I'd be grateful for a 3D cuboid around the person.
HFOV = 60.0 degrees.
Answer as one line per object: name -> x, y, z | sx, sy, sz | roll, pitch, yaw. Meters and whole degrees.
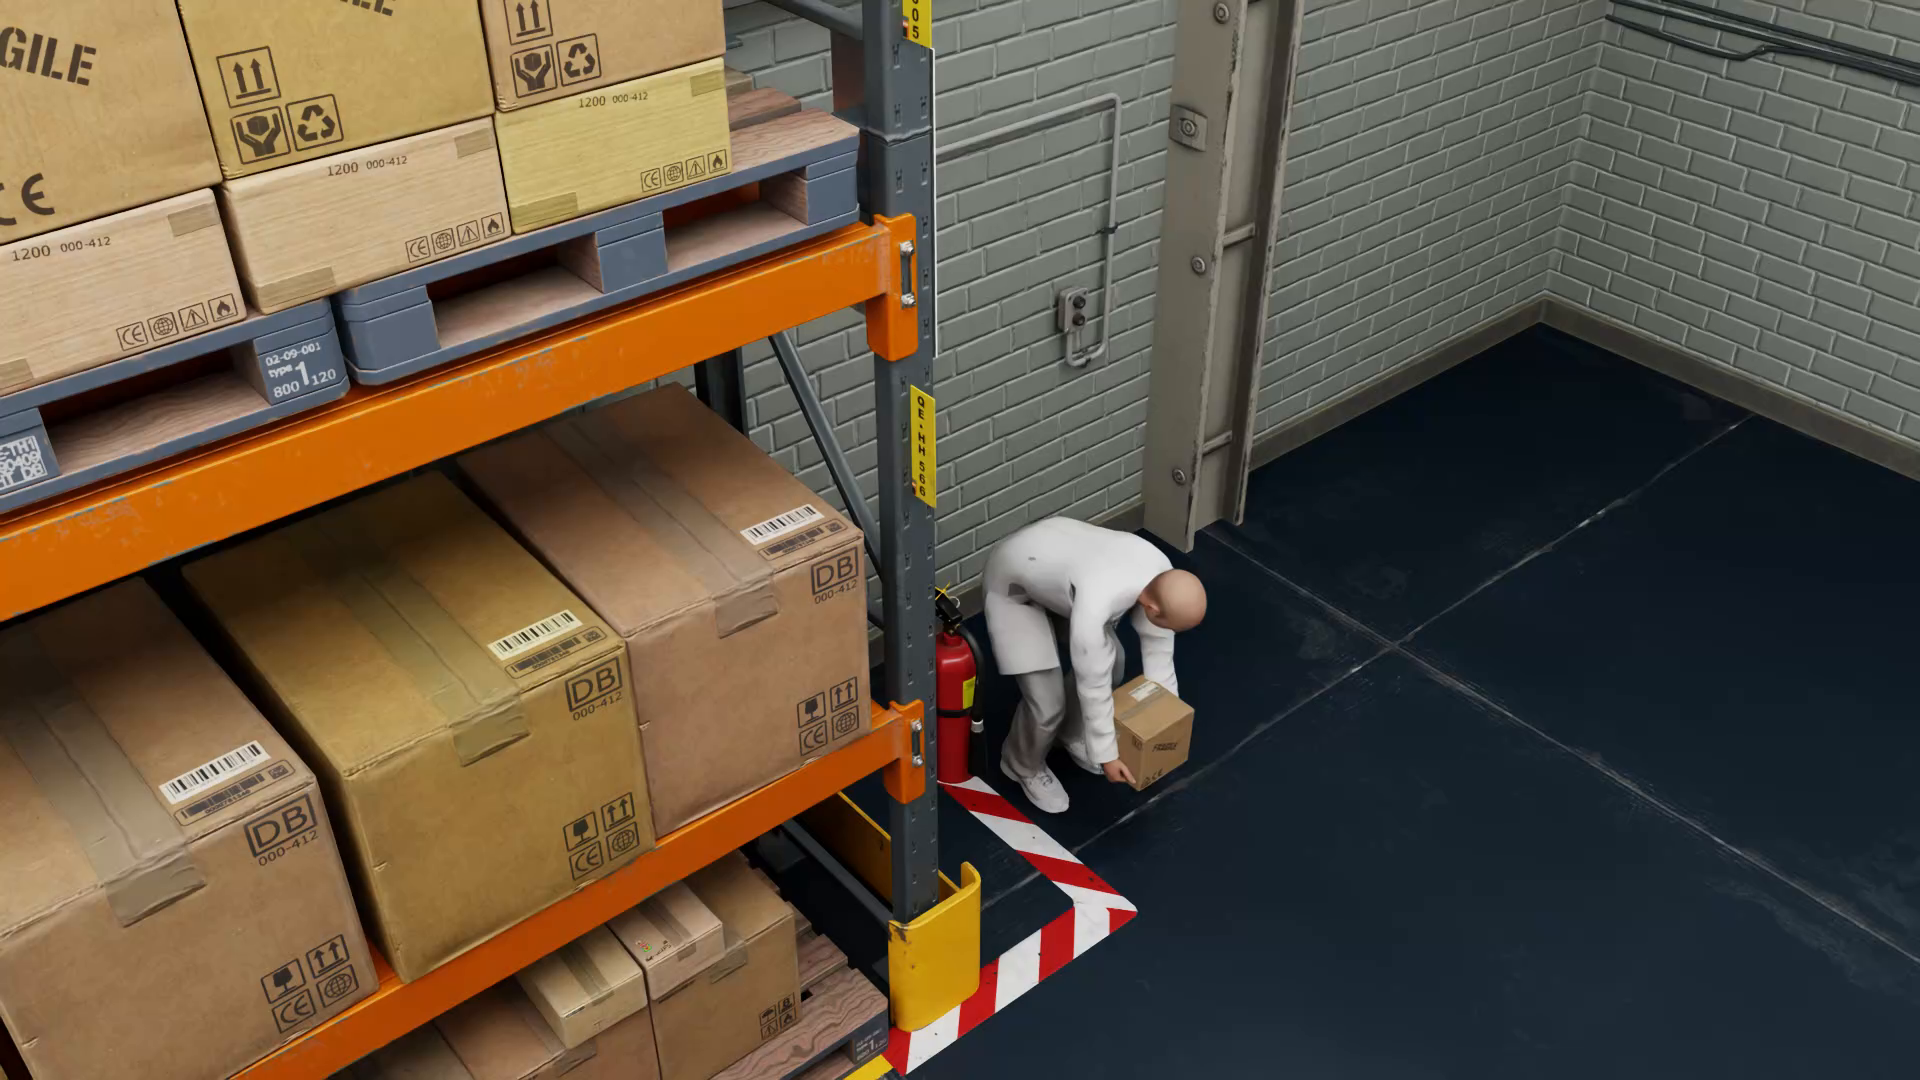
person -> 0.470, 0.476, 5.988 | 0.572, 1.201, 0.923 | -28, 44, -33
